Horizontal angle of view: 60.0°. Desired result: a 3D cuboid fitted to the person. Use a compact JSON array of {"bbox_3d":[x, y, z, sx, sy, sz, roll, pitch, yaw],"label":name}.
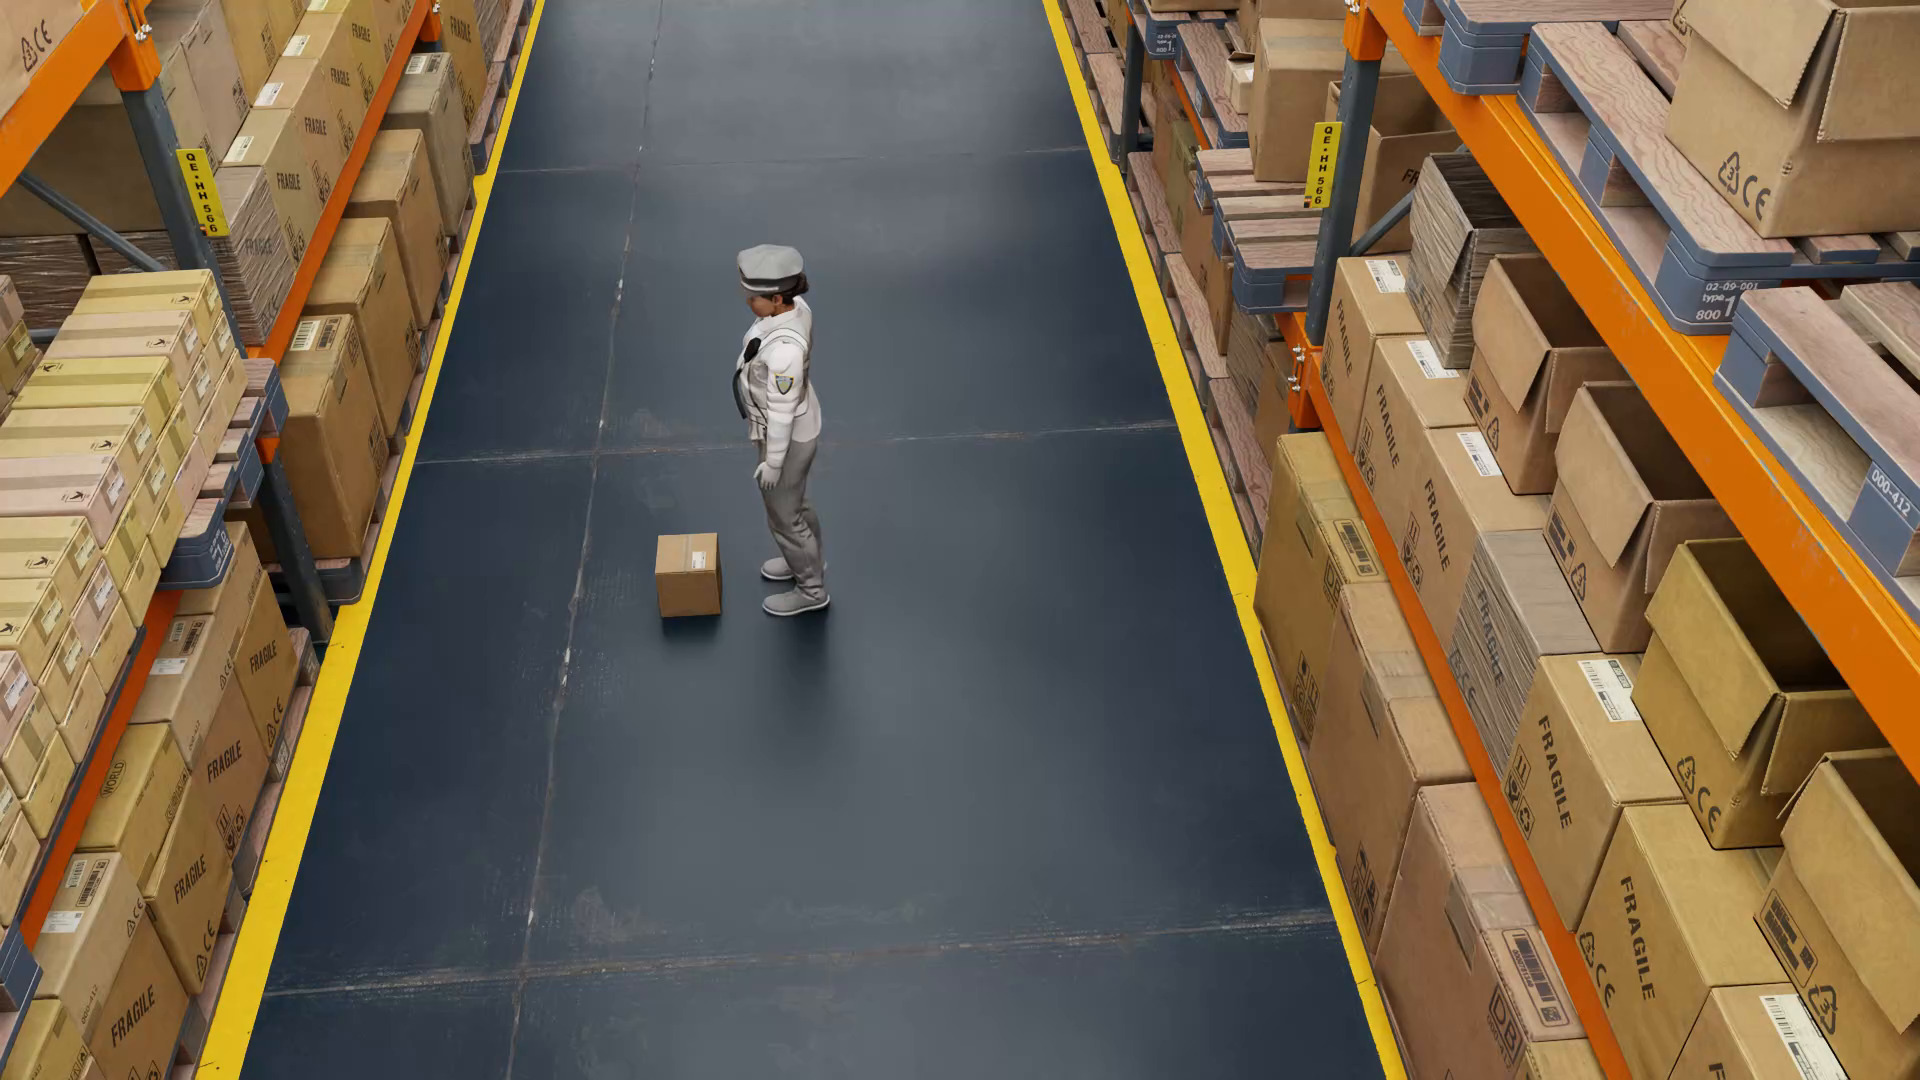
[{"bbox_3d":[-0.714,-0.410,6.661,0.328,1.664,0.469,-2,39,-3],"label":"person"}]
